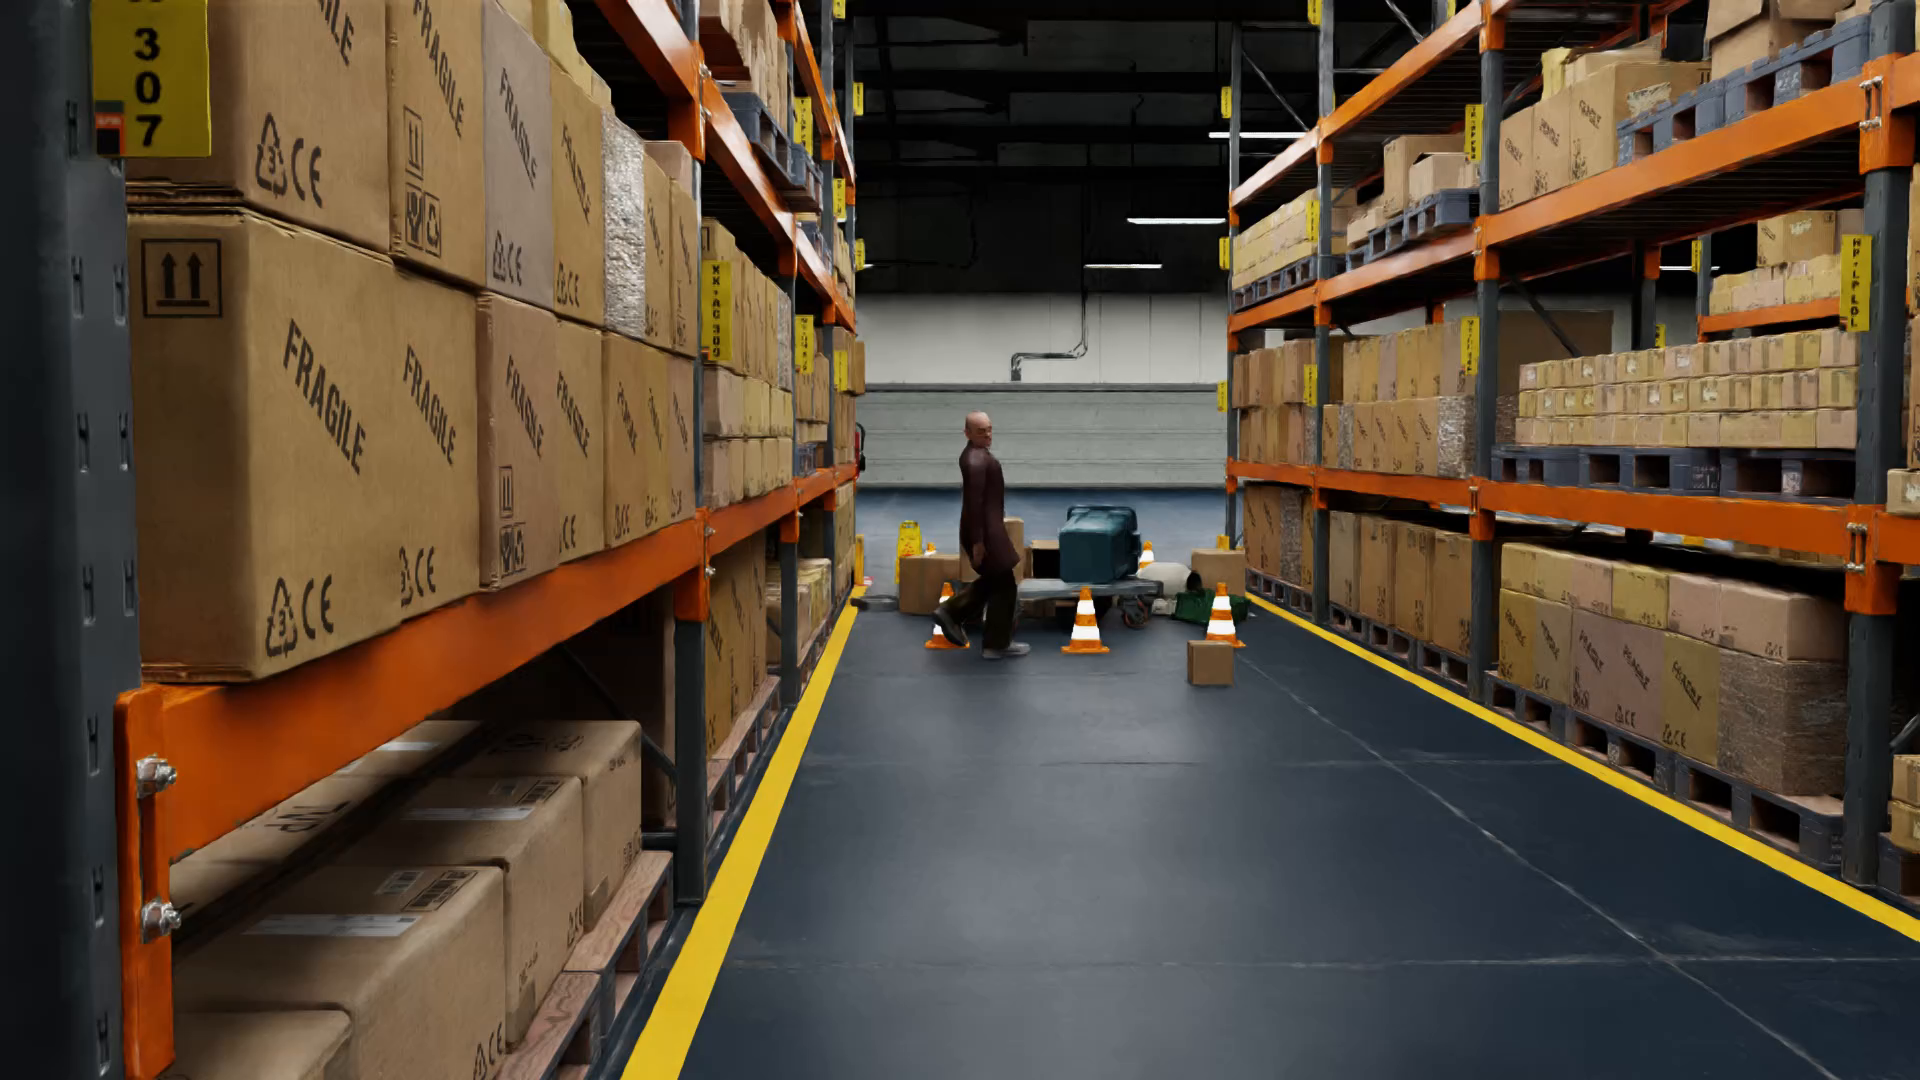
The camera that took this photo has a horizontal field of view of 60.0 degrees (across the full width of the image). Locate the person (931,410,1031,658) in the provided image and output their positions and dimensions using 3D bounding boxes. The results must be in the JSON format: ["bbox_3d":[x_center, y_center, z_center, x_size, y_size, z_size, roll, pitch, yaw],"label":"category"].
[{"bbox_3d":[0.175,-0.030,11.523,0.714,1.732,0.632,-1,4,-8],"label":"person"}]
